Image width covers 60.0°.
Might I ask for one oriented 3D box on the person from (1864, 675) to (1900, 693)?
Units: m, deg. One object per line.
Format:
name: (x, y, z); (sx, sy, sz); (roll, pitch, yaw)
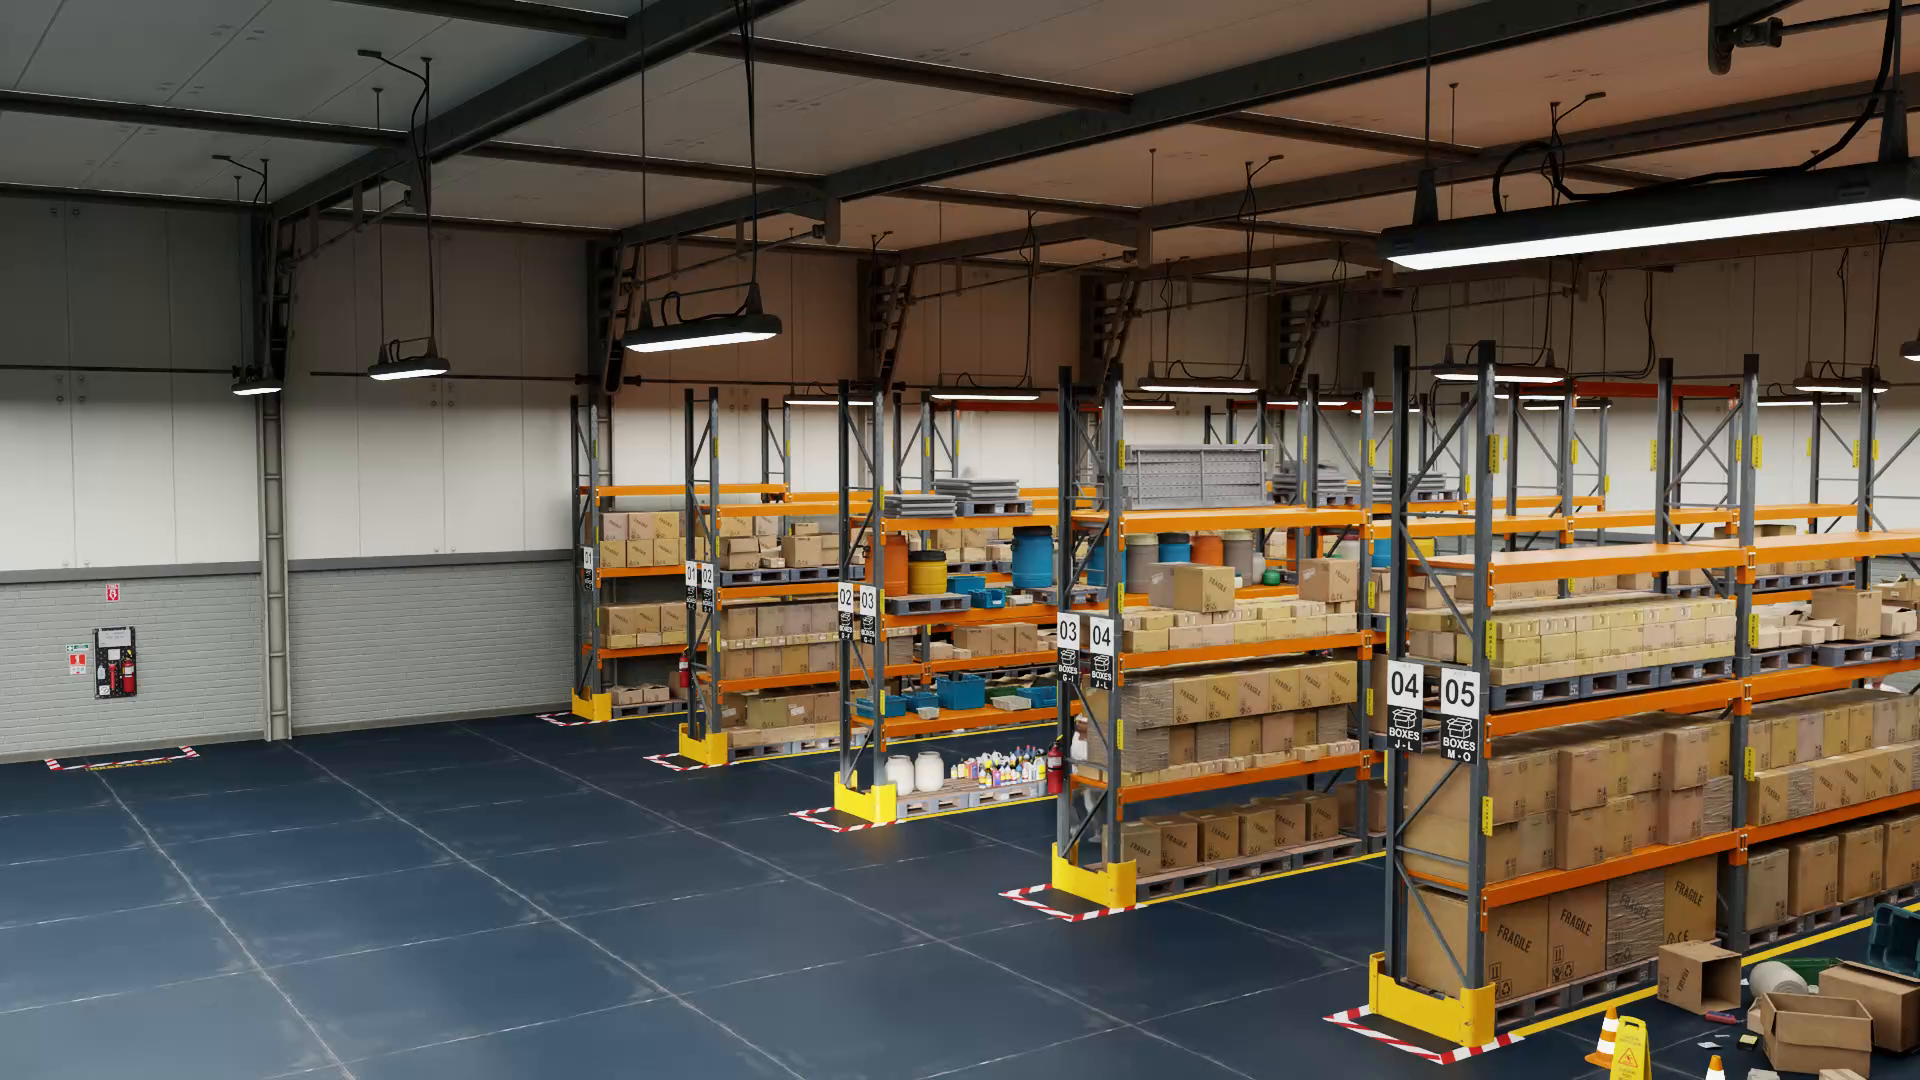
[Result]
person: (13.788, 2.790, 25.049); (0.668, 1.724, 0.707); (-3, 5, -43)

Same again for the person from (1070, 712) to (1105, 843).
person: (1.602, 3.030, 20.991); (0.755, 1.769, 0.680); (-3, 5, -43)
